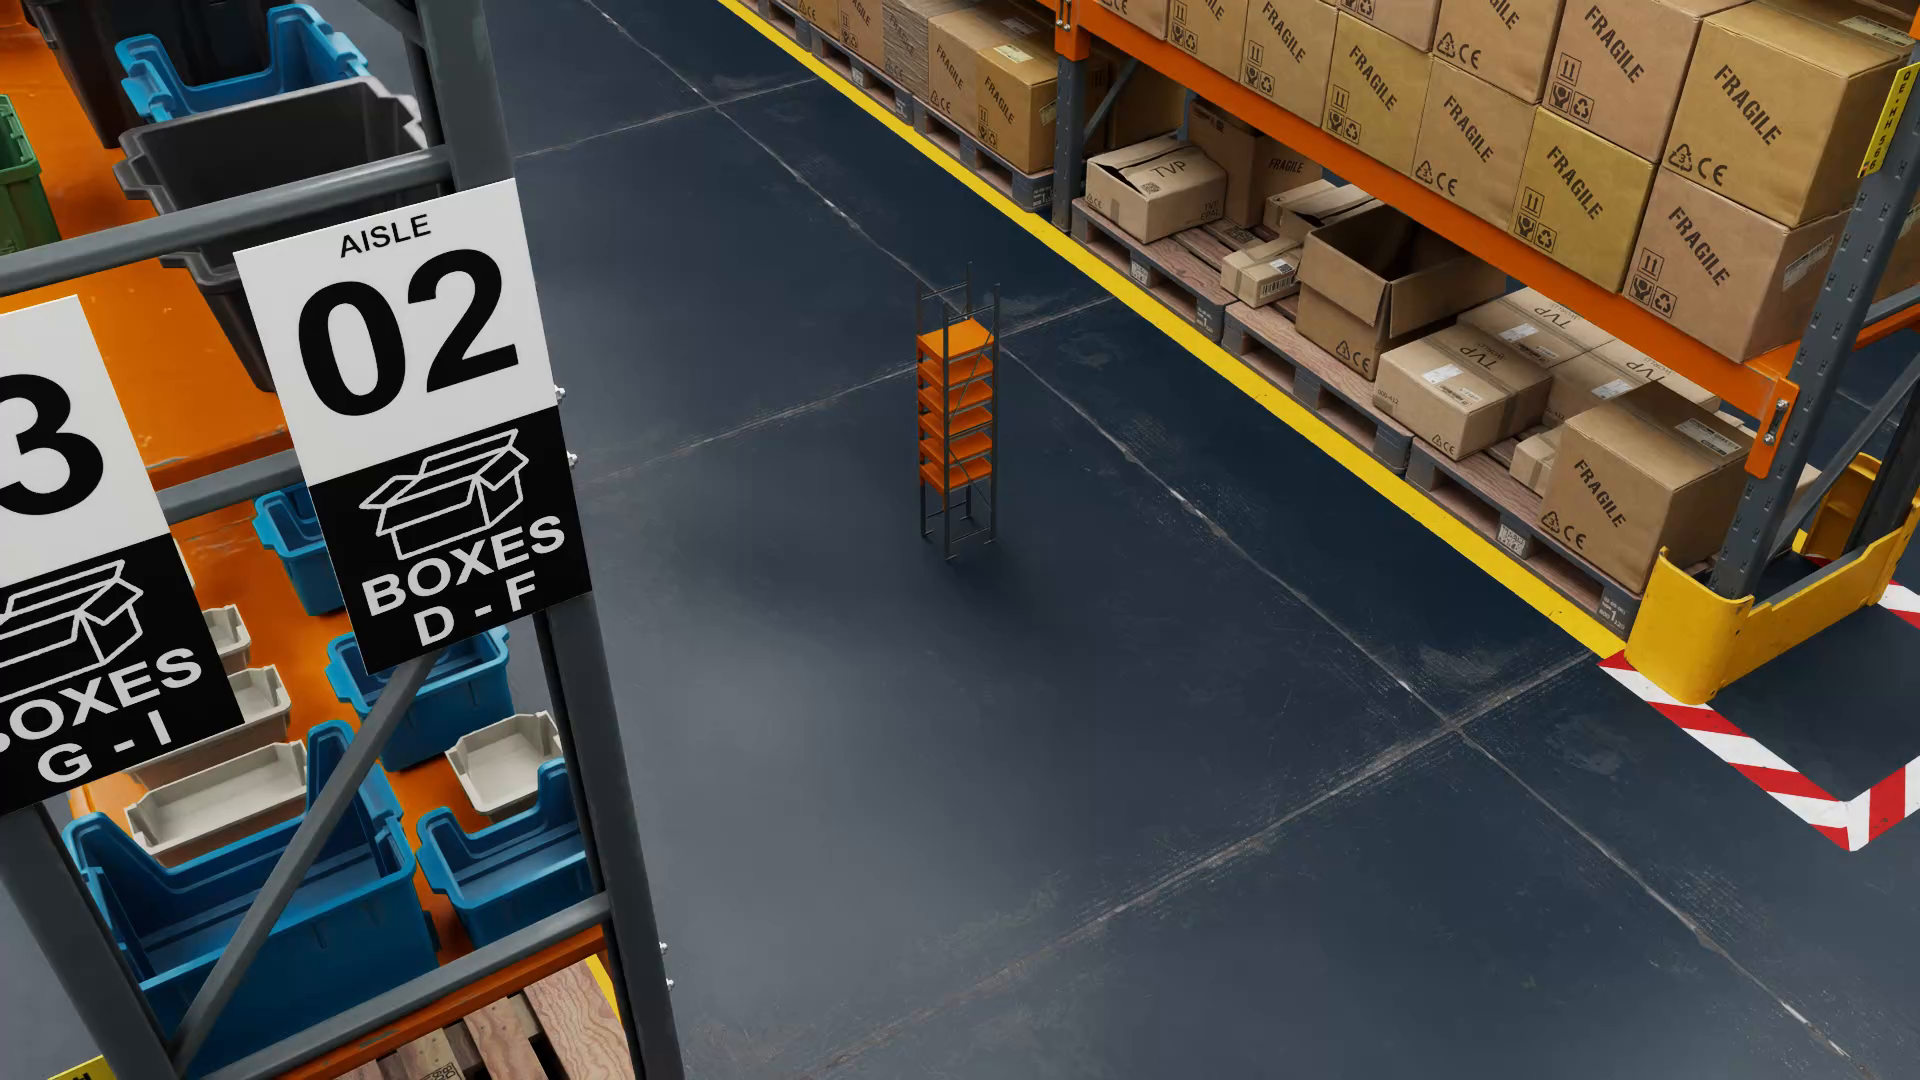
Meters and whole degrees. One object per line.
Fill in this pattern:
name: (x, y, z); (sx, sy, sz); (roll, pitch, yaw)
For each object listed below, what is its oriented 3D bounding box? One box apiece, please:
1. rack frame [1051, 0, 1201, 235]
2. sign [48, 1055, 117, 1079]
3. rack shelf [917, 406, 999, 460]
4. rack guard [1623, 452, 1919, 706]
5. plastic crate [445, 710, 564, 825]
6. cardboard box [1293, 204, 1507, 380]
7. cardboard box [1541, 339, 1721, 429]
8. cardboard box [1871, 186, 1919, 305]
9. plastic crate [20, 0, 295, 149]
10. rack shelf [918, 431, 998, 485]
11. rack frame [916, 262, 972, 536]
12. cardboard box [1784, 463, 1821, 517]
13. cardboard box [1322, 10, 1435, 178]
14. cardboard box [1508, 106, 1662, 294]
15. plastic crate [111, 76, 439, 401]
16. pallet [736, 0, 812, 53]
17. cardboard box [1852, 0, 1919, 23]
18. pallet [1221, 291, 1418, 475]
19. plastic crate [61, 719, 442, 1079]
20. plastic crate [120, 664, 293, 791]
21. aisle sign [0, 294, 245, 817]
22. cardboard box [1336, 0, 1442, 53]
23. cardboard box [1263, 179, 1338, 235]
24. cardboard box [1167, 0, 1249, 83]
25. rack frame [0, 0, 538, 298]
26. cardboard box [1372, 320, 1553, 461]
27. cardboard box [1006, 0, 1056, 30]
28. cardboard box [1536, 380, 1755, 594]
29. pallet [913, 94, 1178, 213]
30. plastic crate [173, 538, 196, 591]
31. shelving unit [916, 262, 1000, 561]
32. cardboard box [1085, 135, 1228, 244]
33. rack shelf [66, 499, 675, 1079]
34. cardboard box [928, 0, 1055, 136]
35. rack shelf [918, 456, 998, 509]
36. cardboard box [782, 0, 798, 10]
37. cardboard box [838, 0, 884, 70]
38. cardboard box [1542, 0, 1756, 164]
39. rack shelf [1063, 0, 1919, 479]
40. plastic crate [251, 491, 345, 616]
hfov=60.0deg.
rack frame: (0.934, -2.948, 7.944); (1.000, 3.000, 0.127); (-22, 45, -24)
sign: (-1.549, 1.050, 3.020); (0.100, 0.325, 0.005); (-22, 45, -24)
rack shelf: (-0.008, -0.435, 6.404); (0.258, 0.103, 0.180); (-22, 45, -24)
rack guard: (3.044, 0.130, 6.203); (1.175, 0.500, 0.348); (-22, 45, -24)
plastic crate: (-1.052, 0.544, 3.913); (0.250, 0.136, 0.298); (-22, 45, -24)
cardboard box: (1.948, -1.145, 7.388); (0.797, 0.503, 0.637); (-22, 45, -24)
cardboard box: (2.763, -0.562, 6.886); (0.500, 0.250, 0.500); (-22, 45, -24)
cardboard box: (3.068, -1.157, 5.718); (0.500, 0.500, 0.500); (-21, 44, -24)
plastic crate: (-1.683, -1.134, 3.472); (0.504, 0.338, 0.767); (-22, 45, -24)
rack shelf: (-0.008, -0.342, 6.481); (0.258, 0.103, 0.180); (-22, 45, -24)
rack frame: (-0.057, -0.518, 6.435); (0.240, 1.200, 0.006); (-22, 45, -24)
cardboard box: (3.149, -0.207, 6.538); (0.380, 0.149, 0.250); (-22, 45, -24)
cardboard box: (1.798, -1.797, 6.486); (0.500, 0.500, 0.500); (-23, 45, -25)
cardboard box: (2.332, -1.254, 5.834); (0.500, 0.500, 0.500); (-22, 45, -24)
plastic crate: (-1.066, -0.492, 2.756); (0.497, 0.269, 0.590); (-22, 45, -24)
pallet: (-0.847, -3.619, 10.929); (1.003, 0.211, 1.213); (-22, 45, -24)
cardboard box: (3.068, -1.542, 5.398); (0.500, 0.500, 0.500); (-21, 44, -23)
pallet: (1.962, -0.846, 7.601); (1.003, 0.211, 1.213); (-22, 45, -24)
plastic crate: (-1.431, 0.761, 3.419); (0.616, 0.435, 0.499); (-22, 45, -24)
plastic crate: (-1.828, 0.453, 4.022); (0.396, 0.136, 0.243); (-22, 45, -24)
aisle sign: (-1.302, 0.055, 2.310); (0.394, 0.787, 0.004); (-22, 45, -24)
cardboard box: (1.782, -2.185, 6.170); (0.500, 0.500, 0.500); (-21, 44, -23)
cardboard box: (1.732, -1.630, 8.246); (0.380, 0.149, 0.250); (-22, 45, -24)
cardboard box: (1.256, -2.342, 7.139); (0.500, 0.500, 0.500); (-21, 44, -24)
rack frame: (-1.094, -1.391, 1.389); (1.000, 3.000, 0.127); (-22, 45, -24)
cardboard box: (2.099, -0.633, 6.971); (0.500, 0.250, 0.500); (-22, 45, -24)
cardboard box: (0.583, -2.786, 9.359); (0.500, 0.500, 0.500); (-22, 44, -24)
cardboard box: (2.585, -0.206, 6.263); (0.500, 0.500, 0.500); (-22, 45, -24)
pallet: (0.465, -2.302, 9.348); (1.003, 0.211, 1.213); (-22, 45, -24)
plastic crate: (-2.174, 0.158, 4.376); (0.298, 0.136, 0.250); (-22, 45, -24)
shelving unit: (-0.008, -0.469, 6.375); (0.258, 1.200, 0.189); (-22, 45, -24)
cardboard box: (0.977, -1.783, 8.303); (0.500, 0.311, 0.500); (-22, 45, -24)
rack shelf: (-2.169, 0.111, 4.835); (1.077, 0.370, 4.000); (-22, 45, -24)
cardboard box: (0.168, -2.594, 9.129); (0.500, 0.500, 0.500); (-22, 45, -24)
rack shelf: (-0.008, -0.250, 6.557); (0.258, 0.103, 0.180); (-22, 45, -24)
cardboard box: (-0.927, -3.691, 10.445); (0.500, 0.500, 0.500); (-24, 45, -26)
cardboard box: (-0.376, -3.138, 9.782); (0.500, 0.500, 0.500); (-24, 45, -26)
cardboard box: (2.341, -1.629, 5.503); (0.500, 0.500, 0.500); (-21, 44, -23)
rack shelf: (2.009, -1.592, 6.879); (1.077, 0.370, 4.000); (-22, 45, -24)
plastic crate: (-1.657, -0.002, 4.493); (0.416, 0.233, 0.300); (-22, 45, -24)
